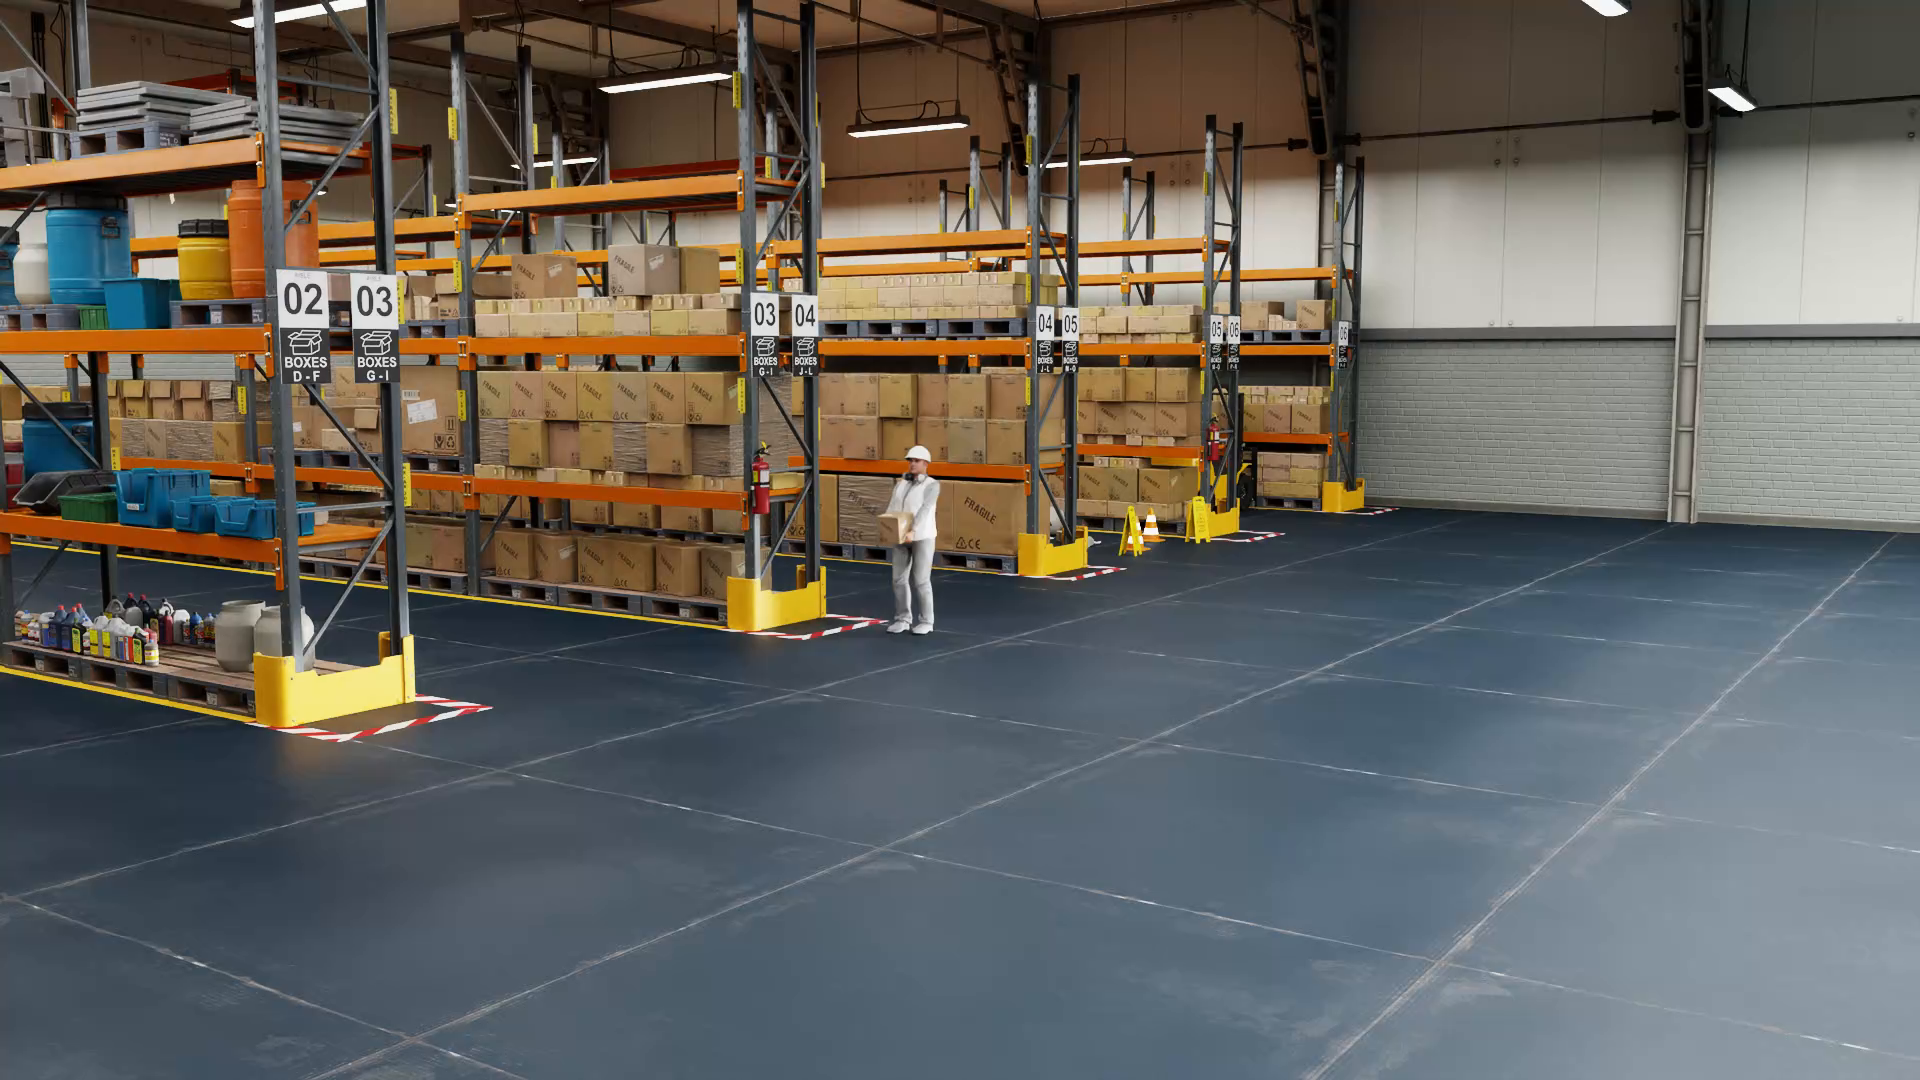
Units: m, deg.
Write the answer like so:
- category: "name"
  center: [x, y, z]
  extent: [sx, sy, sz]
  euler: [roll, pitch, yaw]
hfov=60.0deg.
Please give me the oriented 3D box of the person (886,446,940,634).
- category: "person"
  center: [-0.476, 0.002, 15.670]
  extent: [0.494, 1.765, 0.546]
  euler: [4, 8, 34]
